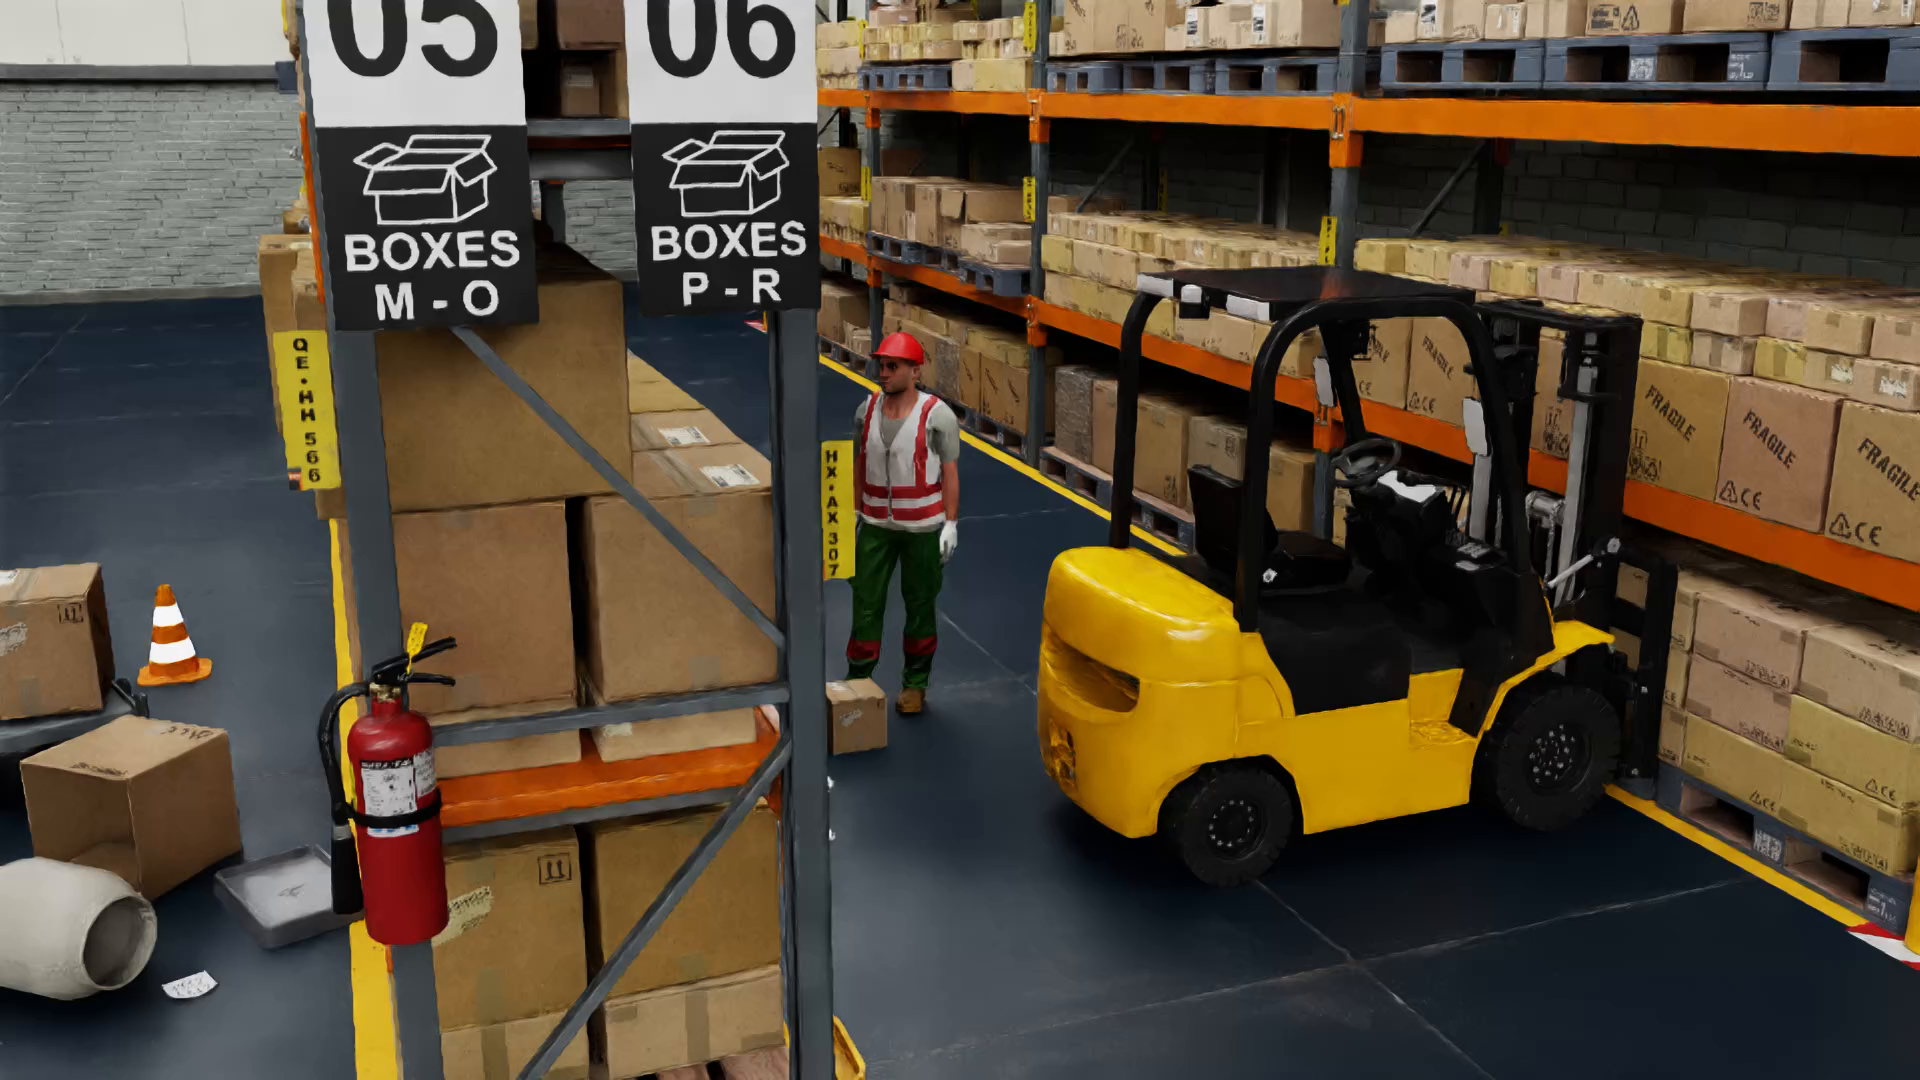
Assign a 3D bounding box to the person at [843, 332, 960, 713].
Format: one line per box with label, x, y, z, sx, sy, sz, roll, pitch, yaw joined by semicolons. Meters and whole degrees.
person;-0.309;-0.044;7.592;0.547;1.793;0.554;6;16;20
